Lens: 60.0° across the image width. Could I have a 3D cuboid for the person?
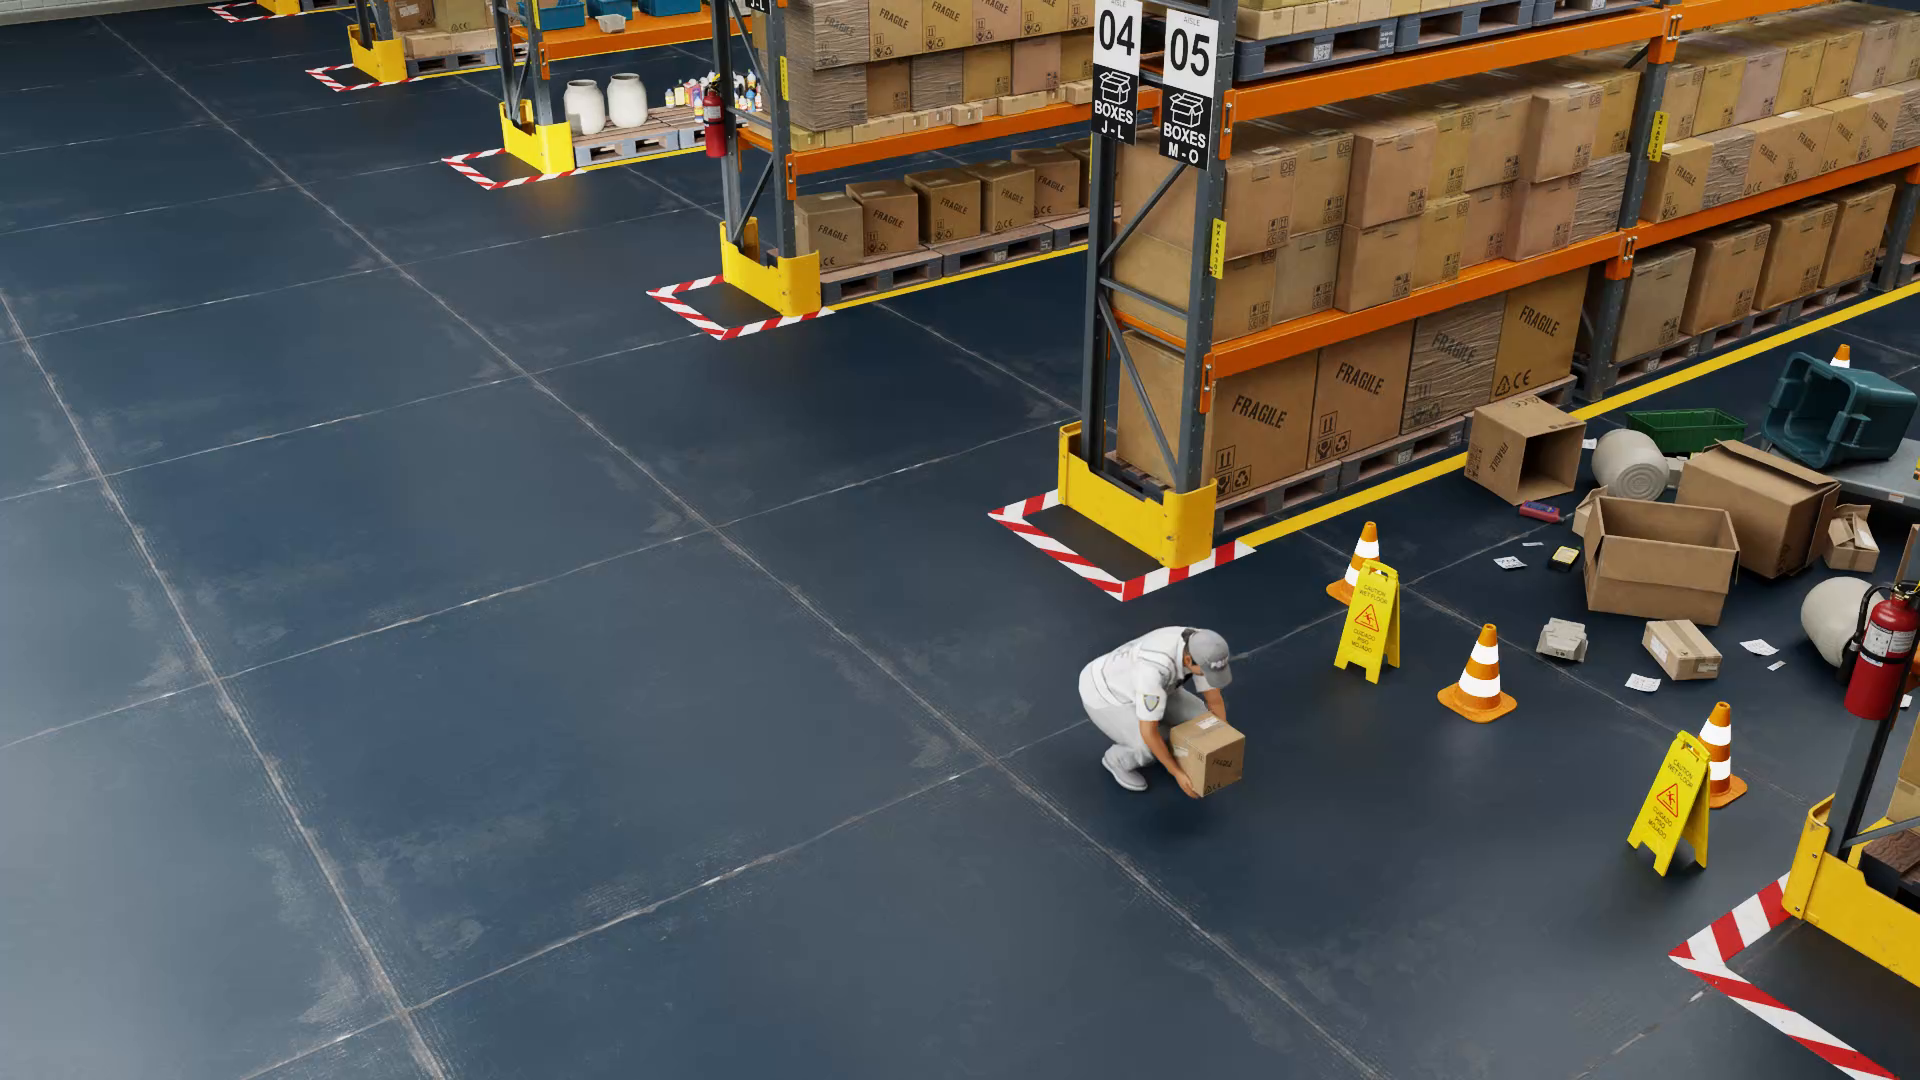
[{"bbox_3d":[0.965,0.755,8.018,0.525,0.939,0.842,-19,34,-31],"label":"person"}]
